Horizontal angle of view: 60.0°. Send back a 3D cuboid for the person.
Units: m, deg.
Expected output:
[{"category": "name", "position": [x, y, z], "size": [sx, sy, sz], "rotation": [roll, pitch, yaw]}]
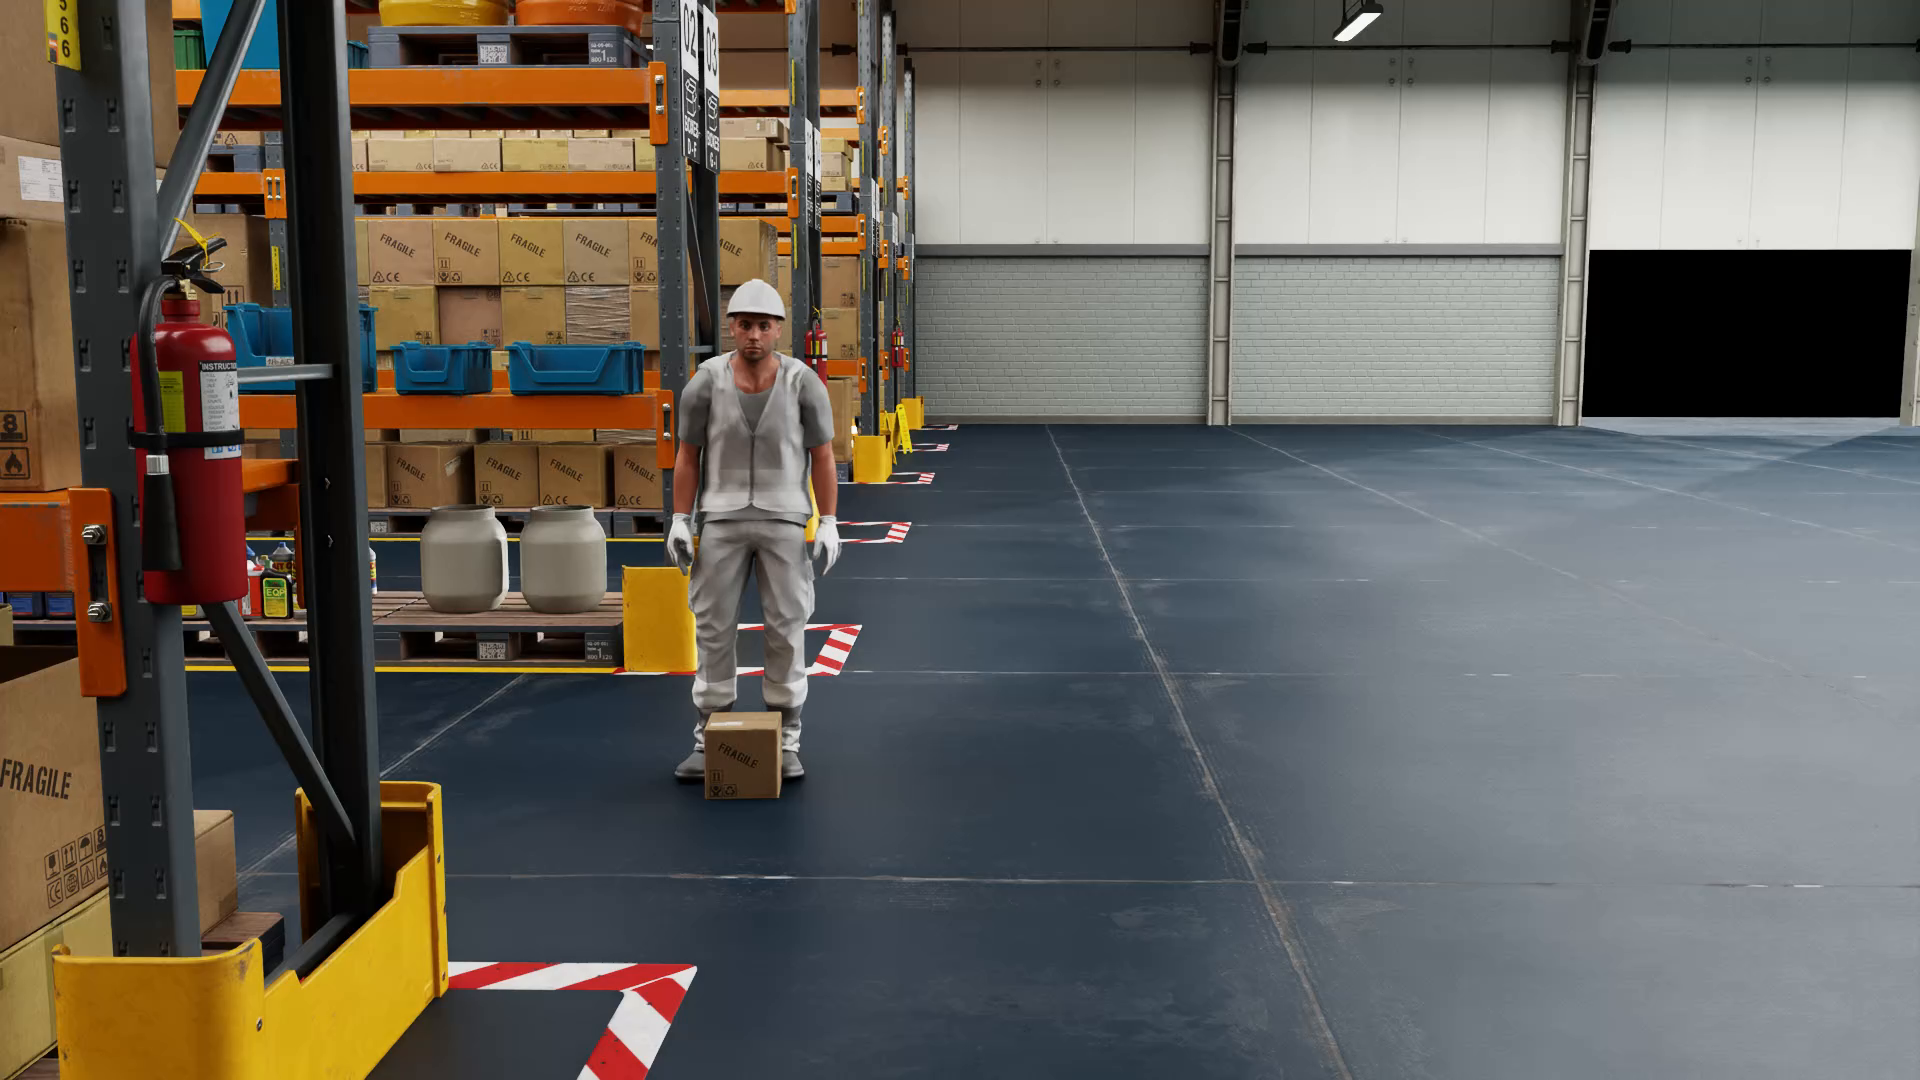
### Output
[{"category": "person", "position": [-0.735, -0.032, 5.958], "size": [0.621, 1.781, 0.445], "rotation": [0, 7, -2]}]
